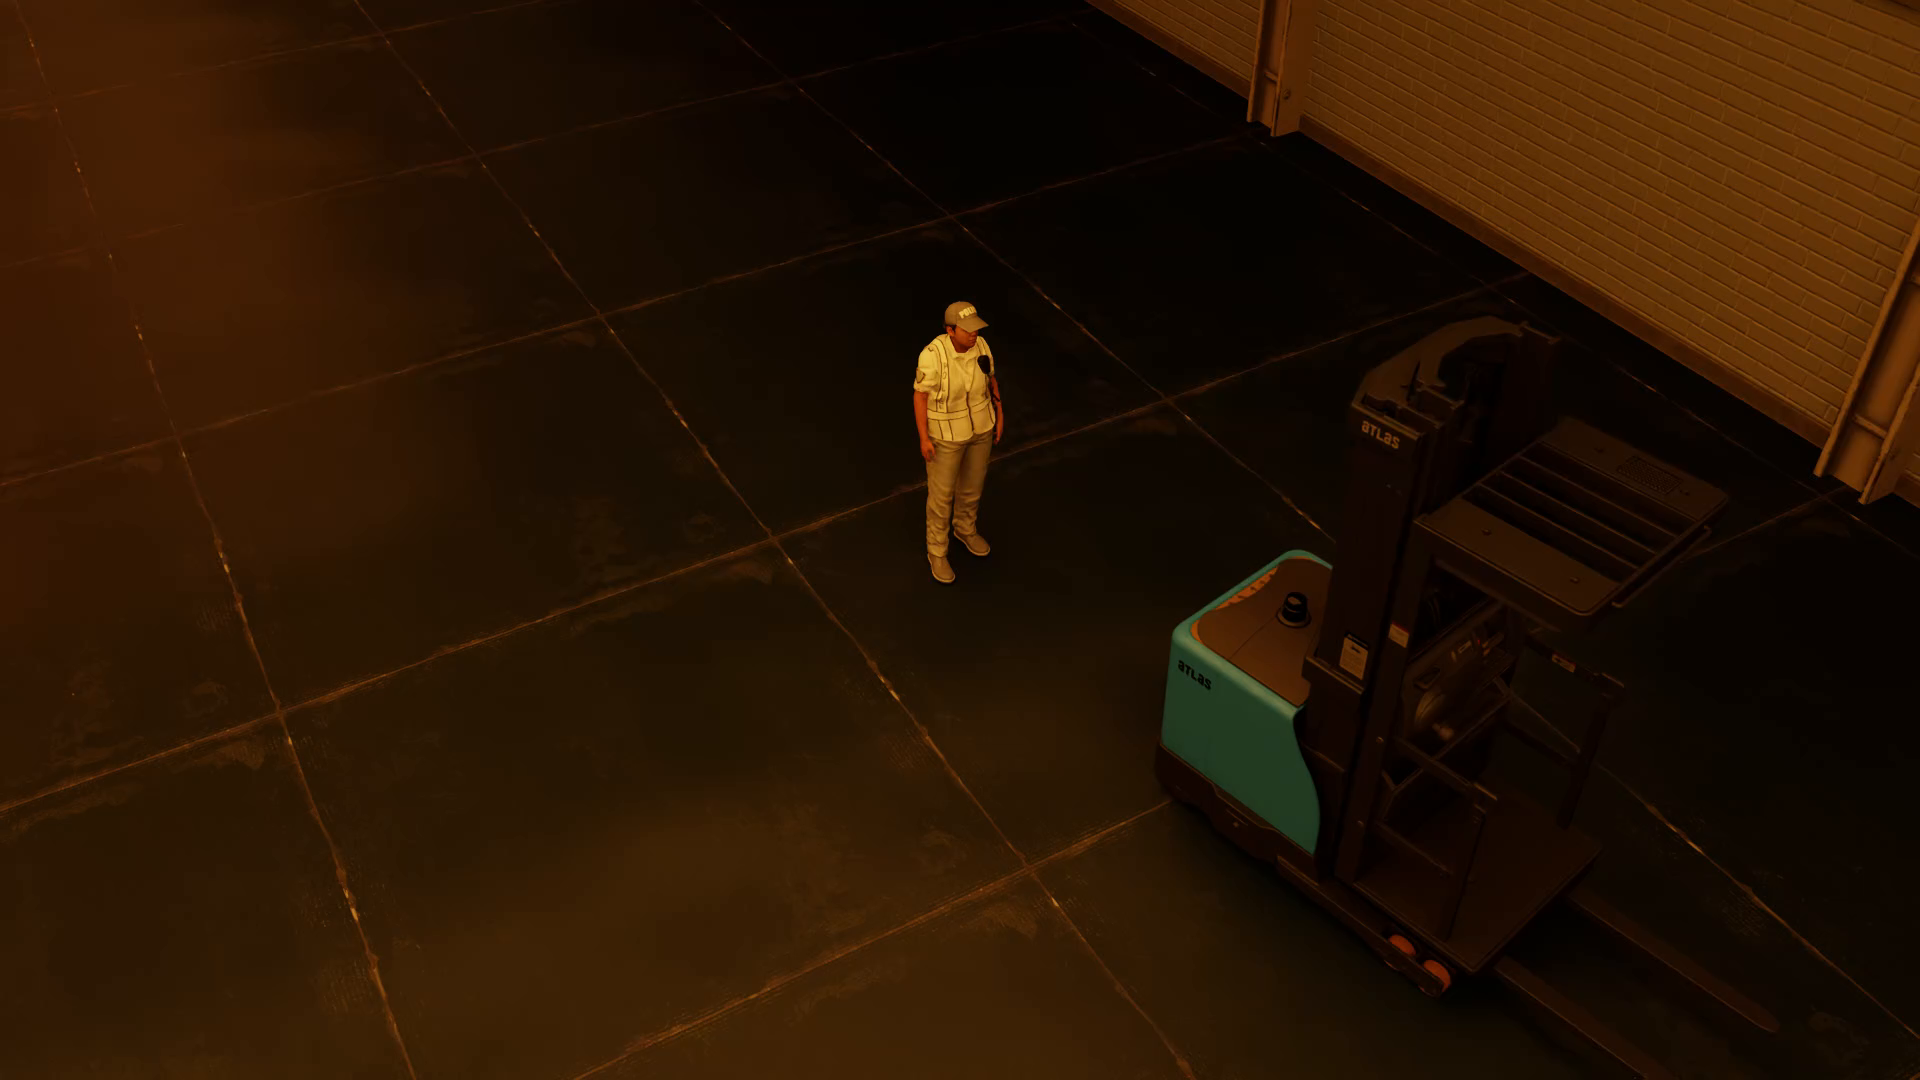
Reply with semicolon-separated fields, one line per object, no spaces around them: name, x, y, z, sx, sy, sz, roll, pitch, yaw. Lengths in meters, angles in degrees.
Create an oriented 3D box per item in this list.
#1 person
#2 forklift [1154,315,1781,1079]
person;0.019;-0.598;9.735;0.598;1.670;0.529;-20;44;-23
forklift;2.384;0.626;7.281;1.130;2.935;3.031;-30;48;-31
